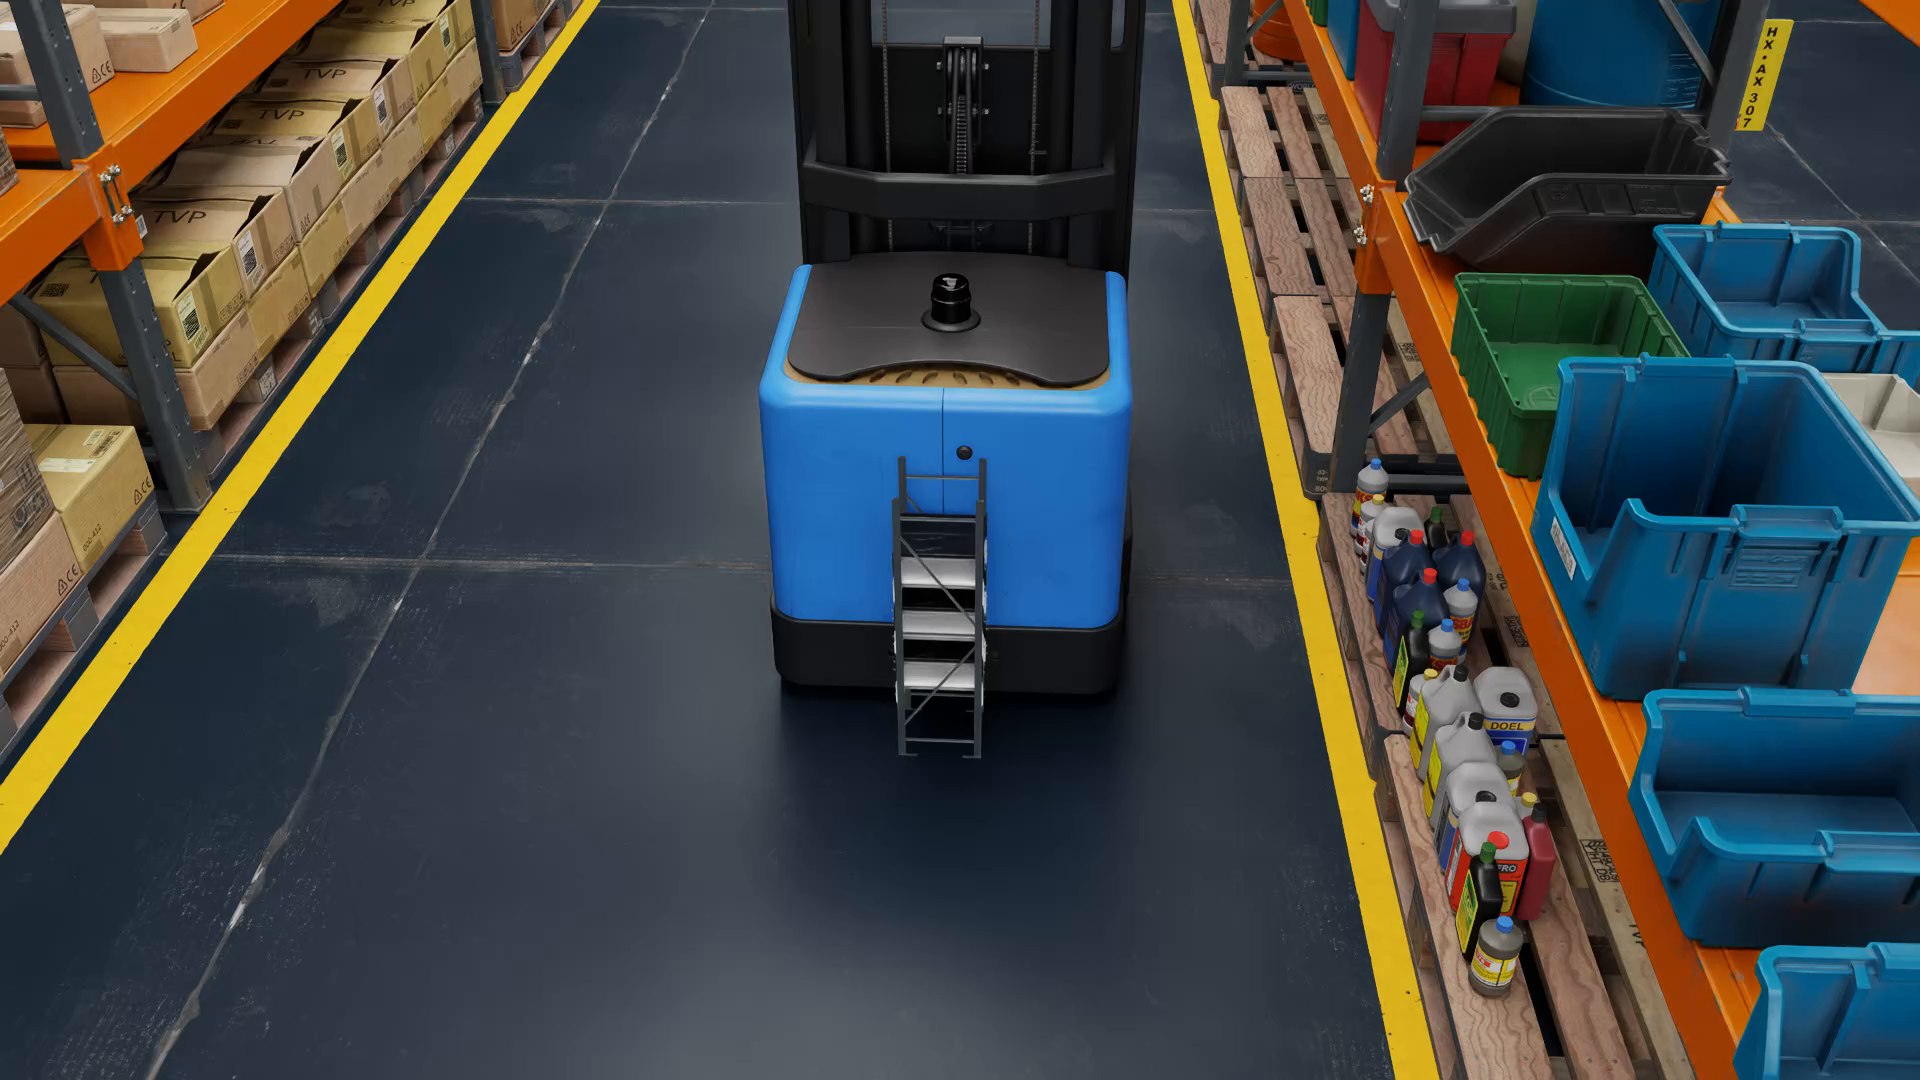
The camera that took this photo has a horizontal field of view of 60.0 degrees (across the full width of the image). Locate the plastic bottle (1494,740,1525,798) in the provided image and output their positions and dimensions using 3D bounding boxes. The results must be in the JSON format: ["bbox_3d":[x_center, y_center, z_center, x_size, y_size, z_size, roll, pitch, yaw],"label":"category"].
[{"bbox_3d":[1.409,0.608,4.327,0.097,0.201,0.097,0,35,0],"label":"plastic bottle"}]

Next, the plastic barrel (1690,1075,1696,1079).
[{"bbox_3d":[1.575,1.228,3.192,0.421,0.512,0.421,0,35,0],"label":"plastic barrel"}]

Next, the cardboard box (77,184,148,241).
[{"bbox_3d":[-3.439,-1.179,6.357,0.500,0.311,0.500,2,35,3],"label":"cardboard box"}]

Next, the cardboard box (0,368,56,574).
[{"bbox_3d":[-3.016,-0.160,4.742,0.500,0.500,0.500,1,35,2],"label":"cardboard box"}]

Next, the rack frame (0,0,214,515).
[{"bbox_3d":[-3.184,-1.364,5.083,1.000,3.000,0.127,1,35,2],"label":"rack frame"}]

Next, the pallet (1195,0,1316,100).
[{"bbox_3d":[1.916,-2.859,9.634,1.003,0.211,1.213,1,35,2],"label":"pallet"}]

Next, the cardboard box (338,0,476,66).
[{"bbox_3d":[-2.798,-2.632,8.425,0.500,0.311,0.500,2,35,3],"label":"cardboard box"}]

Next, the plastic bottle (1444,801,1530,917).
[{"bbox_3d":[1.278,0.775,4.024,0.152,0.276,0.135,2,35,2],"label":"plastic bottle"}]

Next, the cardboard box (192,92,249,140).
[{"bbox_3d":[-3.393,-1.754,7.176,0.500,0.311,0.500,1,35,1],"label":"cardboard box"}]

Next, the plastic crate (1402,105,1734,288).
[{"bbox_3d":[1.617,-0.925,4.511,0.767,0.338,0.504,1,35,2],"label":"plastic crate"}]

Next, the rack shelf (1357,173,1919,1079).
[{"bbox_3d":[1.685,0.196,3.489,1.077,0.370,4.000,1,35,2],"label":"rack shelf"}]

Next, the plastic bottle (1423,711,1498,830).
[{"bbox_3d":[1.286,0.570,4.252,0.144,0.351,0.185,3,35,4],"label":"plastic bottle"}]

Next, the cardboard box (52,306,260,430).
[{"bbox_3d":[-2.920,-0.637,6.074,0.500,0.250,0.500,1,35,1],"label":"cardboard box"}]

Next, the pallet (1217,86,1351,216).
[{"bbox_3d":[1.856,-1.961,8.357,1.003,0.211,1.213,1,35,2],"label":"pallet"}]

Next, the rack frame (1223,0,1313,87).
[{"bbox_3d":[1.926,-3.546,8.187,1.000,3.000,0.127,1,35,2],"label":"rack frame"}]

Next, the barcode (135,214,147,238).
[{"bbox_3d":[-2.757,-1.051,5.594,0.001,0.075,0.075,1,35,2],"label":"barcode"}]

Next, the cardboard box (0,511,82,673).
[{"bbox_3d":[-3.014,0.147,4.958,0.500,0.250,0.500,1,35,2],"label":"cardboard box"}]

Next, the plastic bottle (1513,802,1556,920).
[{"bbox_3d":[1.384,0.774,4.019,0.061,0.283,0.133,1,35,2],"label":"plastic bottle"}]

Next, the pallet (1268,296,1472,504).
[{"bbox_3d":[1.758,-0.559,6.362,1.003,0.211,1.213,1,35,2],"label":"pallet"}]

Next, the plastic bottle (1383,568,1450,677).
[{"bbox_3d":[1.311,0.219,4.751,0.144,0.351,0.185,0,35,0],"label":"plastic bottle"}]

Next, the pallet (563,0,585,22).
[{"bbox_3d":[-2.904,-3.649,10.758,1.003,0.211,1.213,1,35,2],"label":"pallet"}]

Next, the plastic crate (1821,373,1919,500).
[{"bbox_3d":[1.953,-0.201,3.657,0.530,0.136,0.437,1,35,2],"label":"plastic crate"}]

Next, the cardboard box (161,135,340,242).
[{"bbox_3d":[-2.873,-1.457,6.753,0.500,0.311,0.500,0,35,0],"label":"cardboard box"}]

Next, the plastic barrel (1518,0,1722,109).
[{"bbox_3d":[2.084,-1.668,5.079,0.600,0.901,0.708,1,35,2],"label":"plastic barrel"}]

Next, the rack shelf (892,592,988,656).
[{"bbox_3d":[-0.053,0.232,4.695,0.258,0.077,0.200,2,35,2],"label":"rack shelf"}]

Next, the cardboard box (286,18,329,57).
[{"bbox_3d":[-3.350,-2.343,8.013,0.500,0.311,0.500,1,35,1],"label":"cardboard box"}]

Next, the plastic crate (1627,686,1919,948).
[{"bbox_3d":[1.358,0.444,2.639,0.499,0.251,0.408,1,35,2],"label":"plastic crate"}]

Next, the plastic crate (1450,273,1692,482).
[{"bbox_3d":[1.429,-0.388,3.877,0.450,0.188,0.662,1,35,2],"label":"plastic crate"}]

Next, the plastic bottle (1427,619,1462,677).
[{"bbox_3d":[1.342,0.336,4.653,0.097,0.271,0.097,0,35,0],"label":"plastic bottle"}]

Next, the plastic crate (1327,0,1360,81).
[{"bbox_3d":[1.499,-1.882,5.833,0.392,0.384,0.575,1,35,2],"label":"plastic crate"}]

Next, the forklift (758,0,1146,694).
[{"bbox_3d":[0.033,-1.561,5.422,1.130,2.935,3.031,2,35,2],"label":"forklift"}]

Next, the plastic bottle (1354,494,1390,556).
[{"bbox_3d":[1.311,-0.052,5.266,0.097,0.201,0.097,0,35,0],"label":"plastic bottle"}]

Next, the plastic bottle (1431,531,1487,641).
[{"bbox_3d":[1.463,0.113,4.901,0.144,0.351,0.185,1,35,2],"label":"plastic bottle"}]

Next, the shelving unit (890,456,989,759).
[{"bbox_3d":[-0.053,0.205,4.676,0.258,0.900,0.210,2,35,2],"label":"shelving unit"}]

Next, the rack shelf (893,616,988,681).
[{"bbox_3d":[-0.053,0.306,4.747,0.258,0.077,0.200,2,35,2],"label":"rack shelf"}]

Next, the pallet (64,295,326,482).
[{"bbox_3d":[-3.193,-0.648,6.488,1.003,0.211,1.213,1,35,2],"label":"pallet"}]

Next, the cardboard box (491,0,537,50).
[{"bbox_3d":[-2.719,-3.075,9.308,0.500,0.500,0.500,3,35,4],"label":"cardboard box"}]

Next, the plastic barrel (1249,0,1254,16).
[{"bbox_3d":[1.862,-3.308,9.646,0.421,0.512,0.421,0,35,0],"label":"plastic barrel"}]

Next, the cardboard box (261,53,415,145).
[{"bbox_3d":[-2.835,-2.043,7.587,0.500,0.311,0.500,1,35,2],"label":"cardboard box"}]

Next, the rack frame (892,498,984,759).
[{"bbox_3d":[-0.059,0.263,4.593,0.240,0.900,0.006,2,35,2],"label":"rack frame"}]

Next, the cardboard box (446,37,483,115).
[{"bbox_3d":[-2.800,-2.401,8.584,0.500,0.250,0.500,2,35,3],"label":"cardboard box"}]

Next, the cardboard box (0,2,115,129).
[{"bbox_3d":[-3.208,-1.587,5.530,0.500,0.250,0.500,3,35,5],"label":"cardboard box"}]

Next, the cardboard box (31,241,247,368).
[{"bbox_3d":[-2.918,-0.872,5.921,0.500,0.311,0.500,1,35,2],"label":"cardboard box"}]

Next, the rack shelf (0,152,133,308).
[{"bbox_3d":[-3.264,0.079,3.654,1.077,0.370,4.000,1,35,2],"label":"rack shelf"}]

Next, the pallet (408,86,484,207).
[{"bbox_3d":[-3.095,-2.050,8.483,1.003,0.211,1.213,1,35,2],"label":"pallet"}]

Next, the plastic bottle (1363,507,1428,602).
[{"bbox_3d":[1.329,0.046,5.062,0.152,0.276,0.135,3,35,4],"label":"plastic bottle"}]

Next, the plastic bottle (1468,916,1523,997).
[{"bbox_3d":[1.241,0.950,3.841,0.097,0.201,0.097,0,35,0],"label":"plastic bottle"}]

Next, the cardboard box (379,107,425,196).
[{"bbox_3d":[-2.841,-1.816,7.752,0.500,0.250,0.500,2,35,3],"label":"cardboard box"}]

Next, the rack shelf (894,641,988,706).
[{"bbox_3d":[-0.053,0.379,4.799,0.258,0.077,0.200,2,35,2],"label":"rack shelf"}]

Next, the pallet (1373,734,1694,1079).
[{"bbox_3d":[1.651,0.981,4.171,1.003,0.211,1.213,1,35,2],"label":"pallet"}]

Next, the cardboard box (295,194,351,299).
[{"bbox_3d":[-2.880,-1.229,6.915,0.500,0.250,0.500,0,35,0],"label":"cardboard box"}]

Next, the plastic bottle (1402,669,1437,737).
[{"bbox_3d":[1.276,0.442,4.564,0.097,0.201,0.097,0,35,0],"label":"plastic bottle"}]
